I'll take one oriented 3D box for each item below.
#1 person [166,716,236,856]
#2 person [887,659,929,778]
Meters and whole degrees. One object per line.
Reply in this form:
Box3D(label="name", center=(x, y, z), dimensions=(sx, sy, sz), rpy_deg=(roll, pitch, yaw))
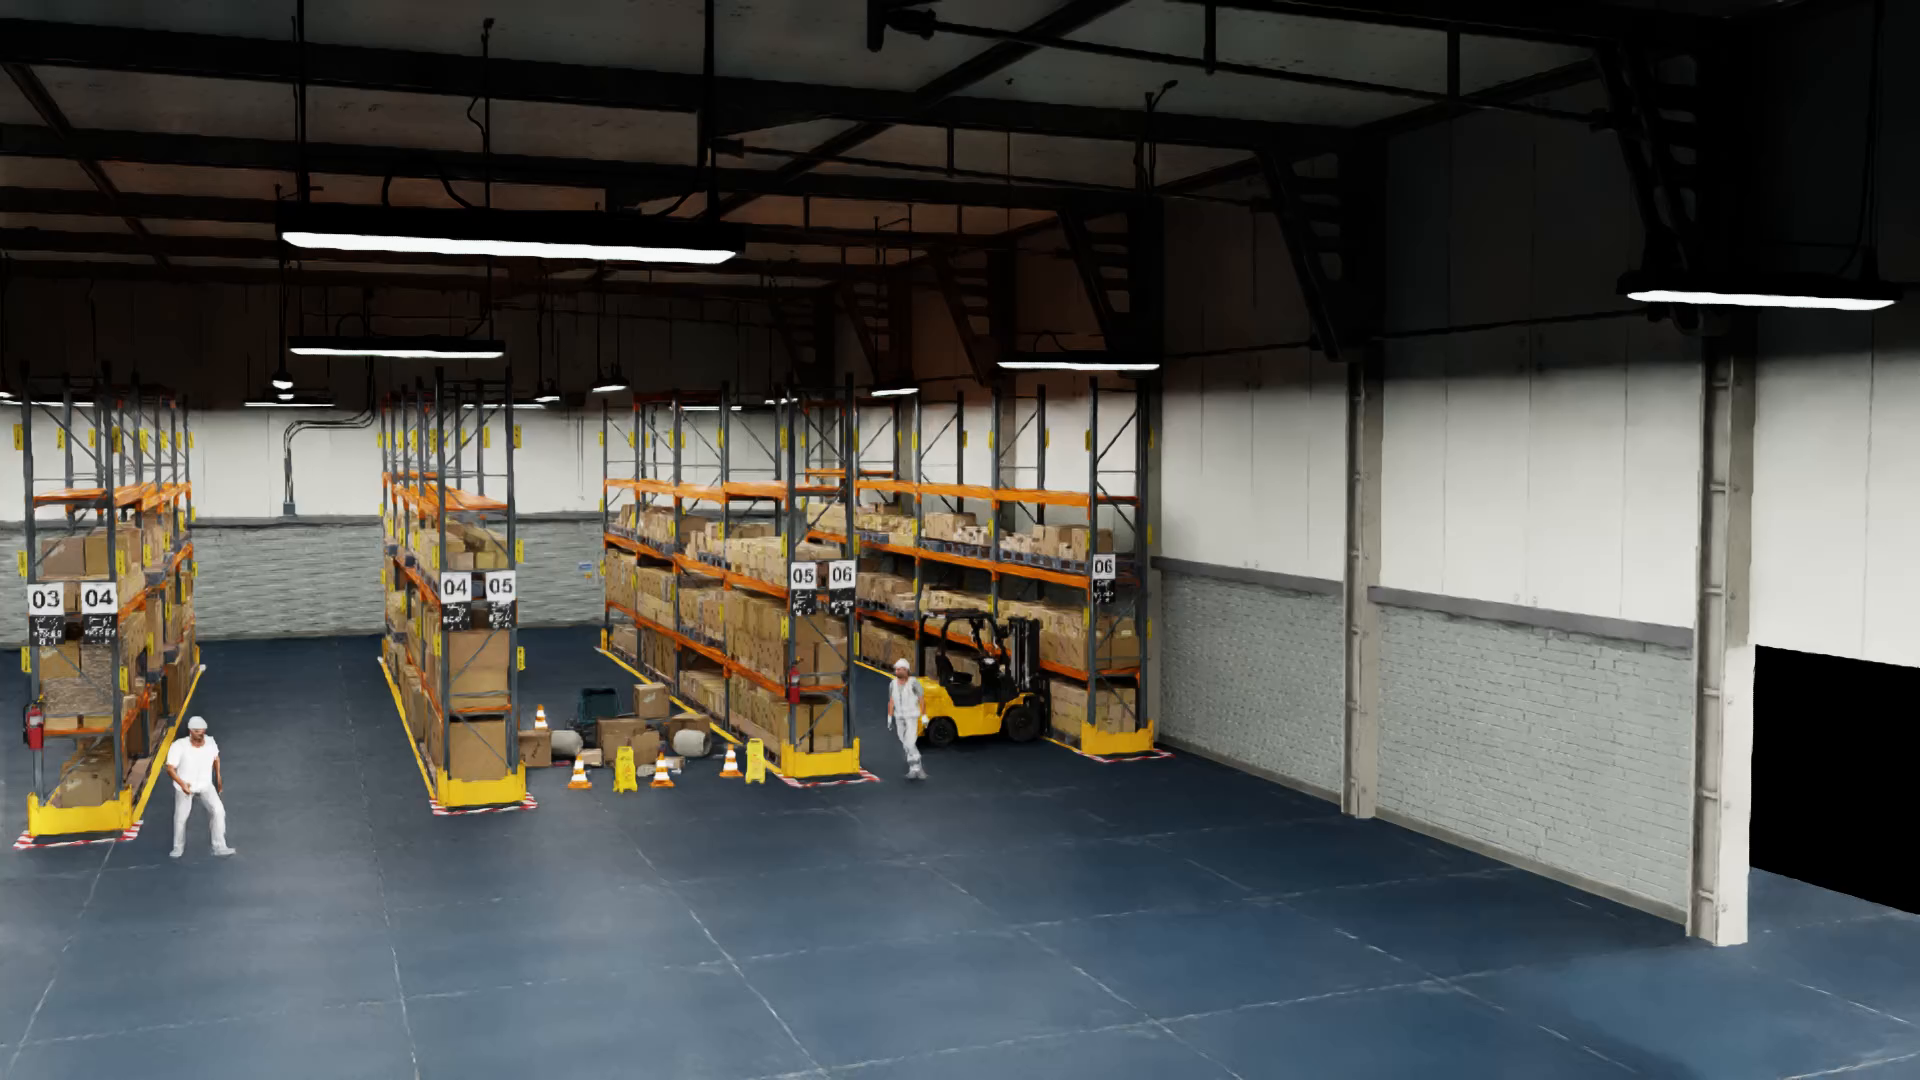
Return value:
Box3D(label="person", center=(-9.159, 2.943, 19.924), dimensions=(0.704, 1.710, 0.761), rpy_deg=(-3, 5, -43))
Box3D(label="person", center=(-0.764, 2.627, 24.466), dimensions=(0.642, 1.774, 0.485), rpy_deg=(2, 4, 30))
